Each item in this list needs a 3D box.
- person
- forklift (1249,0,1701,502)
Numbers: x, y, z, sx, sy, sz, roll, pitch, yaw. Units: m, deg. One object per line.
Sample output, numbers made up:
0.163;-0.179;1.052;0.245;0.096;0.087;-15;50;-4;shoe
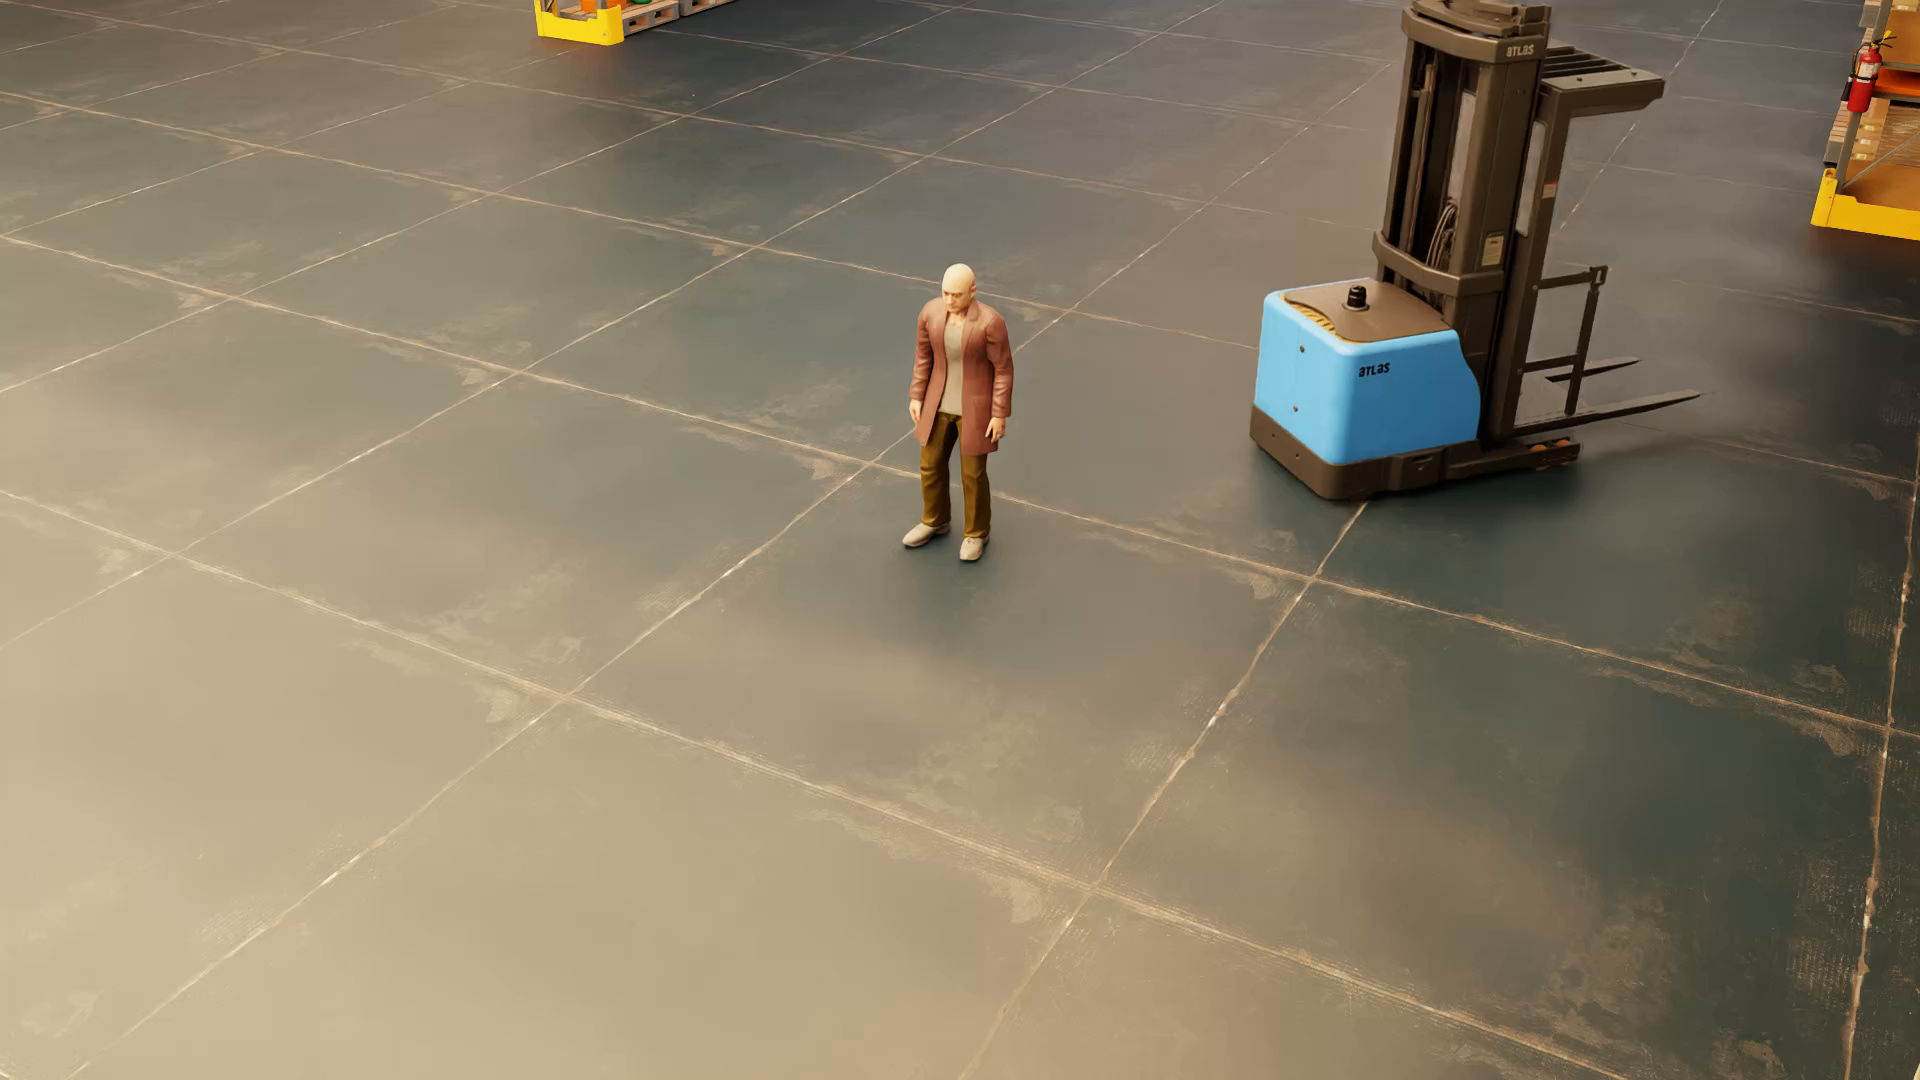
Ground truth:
-0.007;-0.752;9.532;0.644;1.773;0.431;14;33;23;person
3.495;-1.954;10.457;3.031;2.935;1.130;-11;32;-18;forklift
